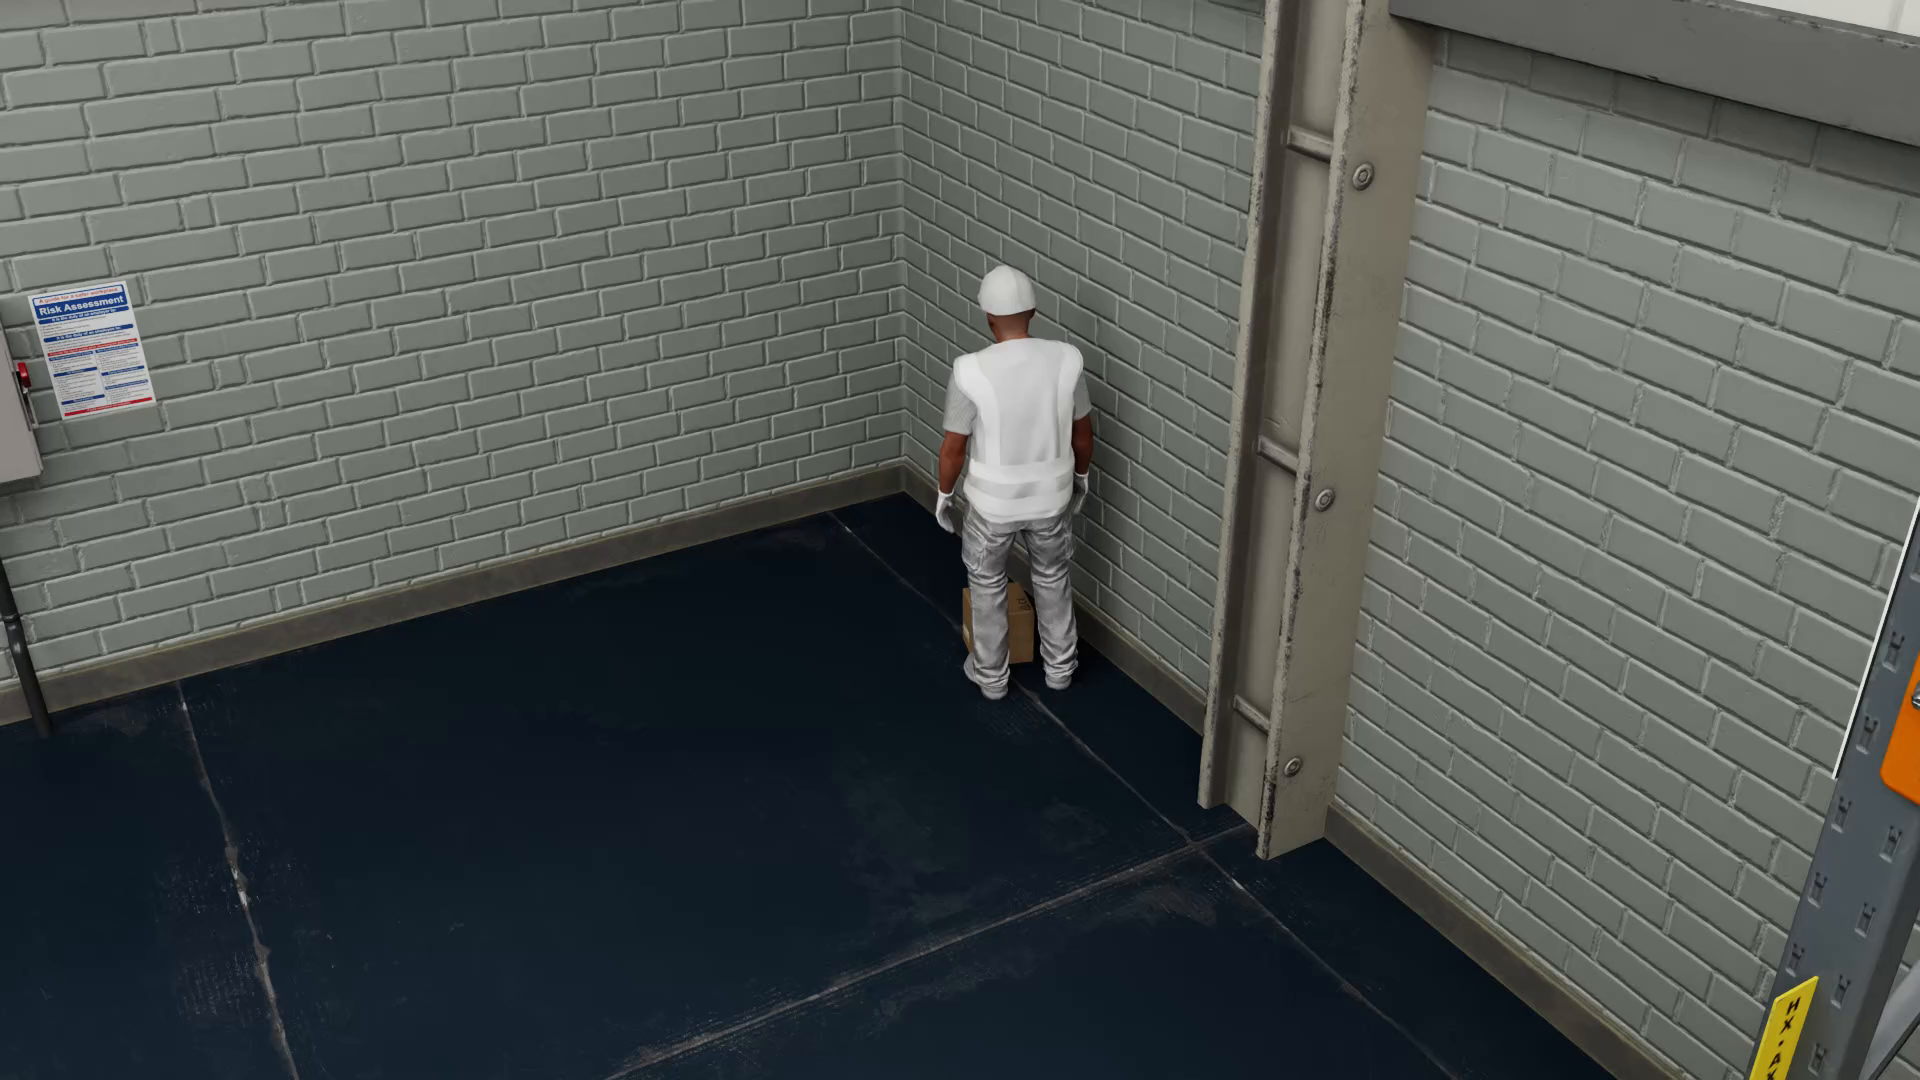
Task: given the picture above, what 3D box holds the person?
[{"bbox_3d":[0.212,-0.194,6.466,0.629,1.775,0.444,-7,30,-13],"label":"person"}]
